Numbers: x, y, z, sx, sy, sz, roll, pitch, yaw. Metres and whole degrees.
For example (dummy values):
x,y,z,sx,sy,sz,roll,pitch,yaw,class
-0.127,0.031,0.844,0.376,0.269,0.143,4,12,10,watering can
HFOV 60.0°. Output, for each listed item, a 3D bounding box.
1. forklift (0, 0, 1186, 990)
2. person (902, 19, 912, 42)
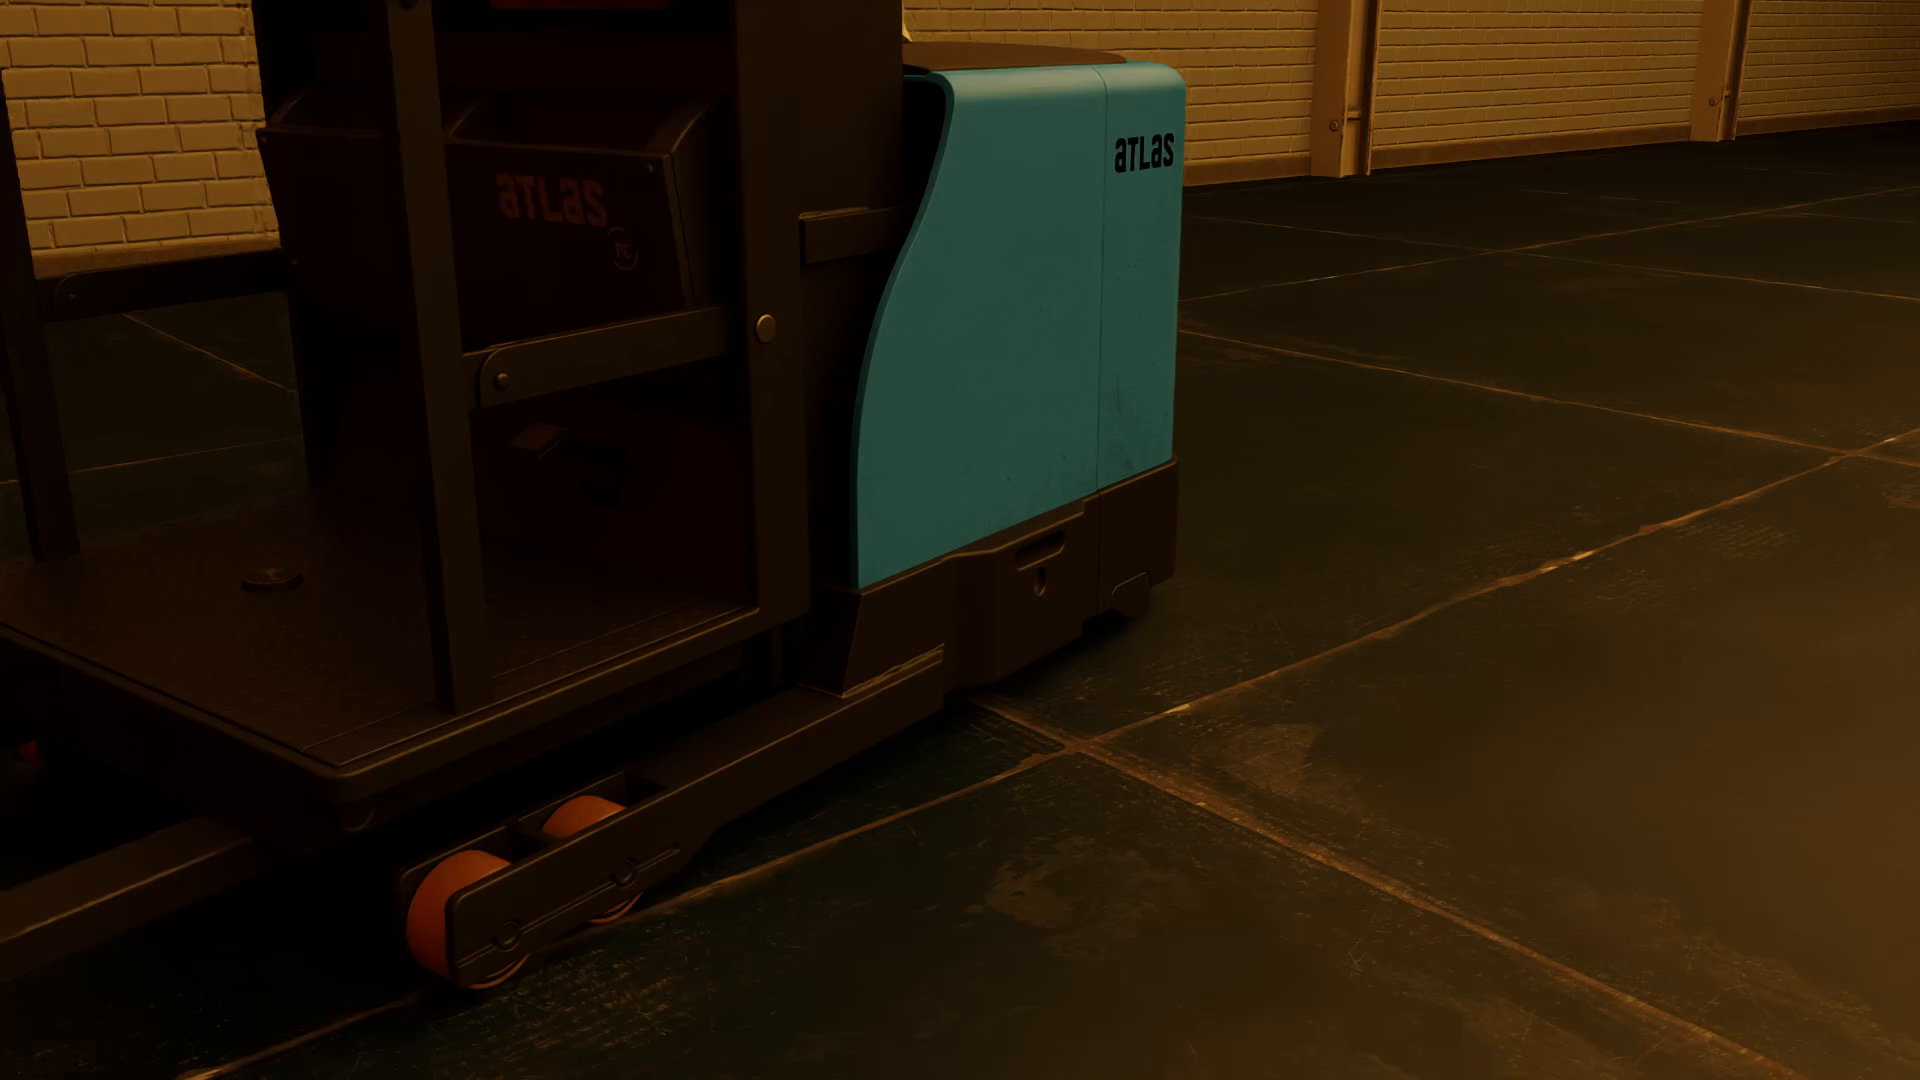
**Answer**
x,y,z,sx,sy,sz,roll,pitch,yaw,class
-0.837,-1.006,2.156,1.130,2.935,3.031,12,21,34,forklift
-0.227,-0.929,4.371,0.806,1.539,0.907,-12,21,-34,person
